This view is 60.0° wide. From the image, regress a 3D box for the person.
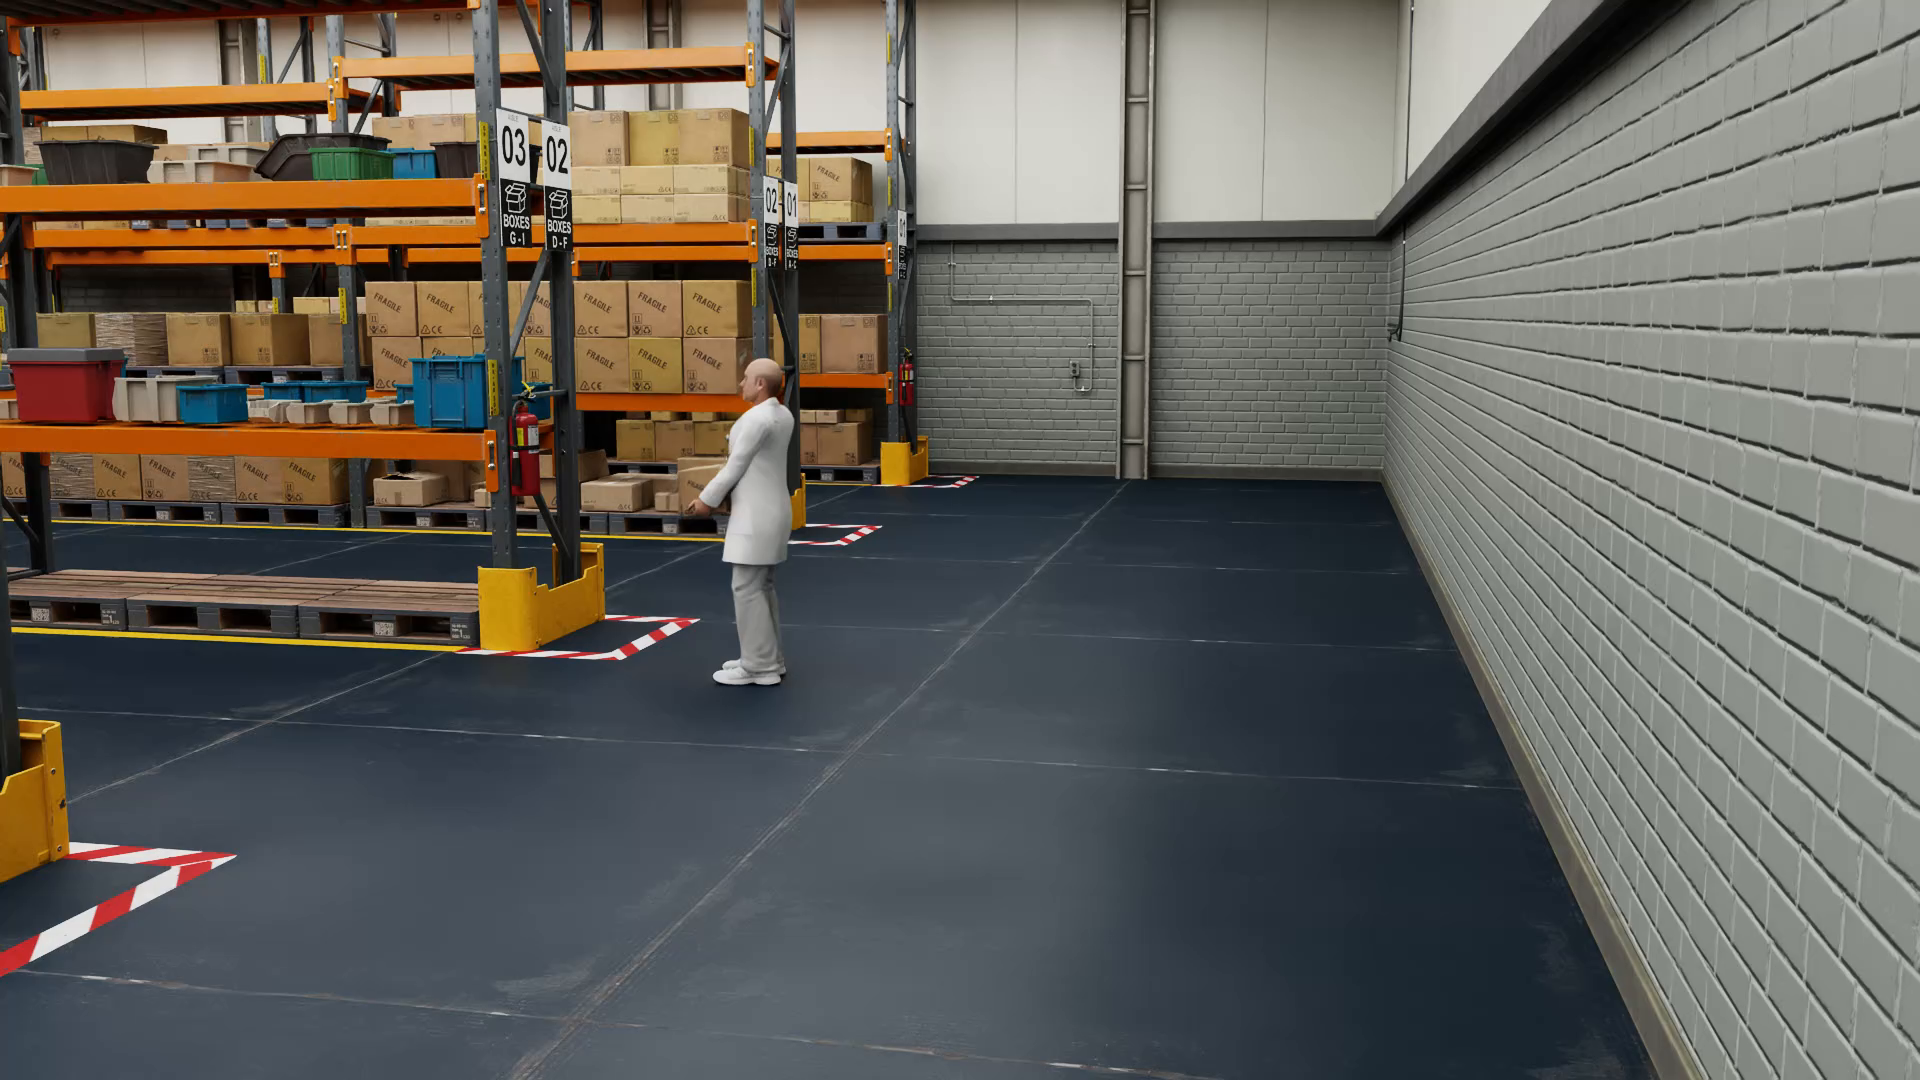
[{"bbox_3d":[-1.205,-0.106,9.147,0.543,1.778,0.522,2,8,11],"label":"person"}]
